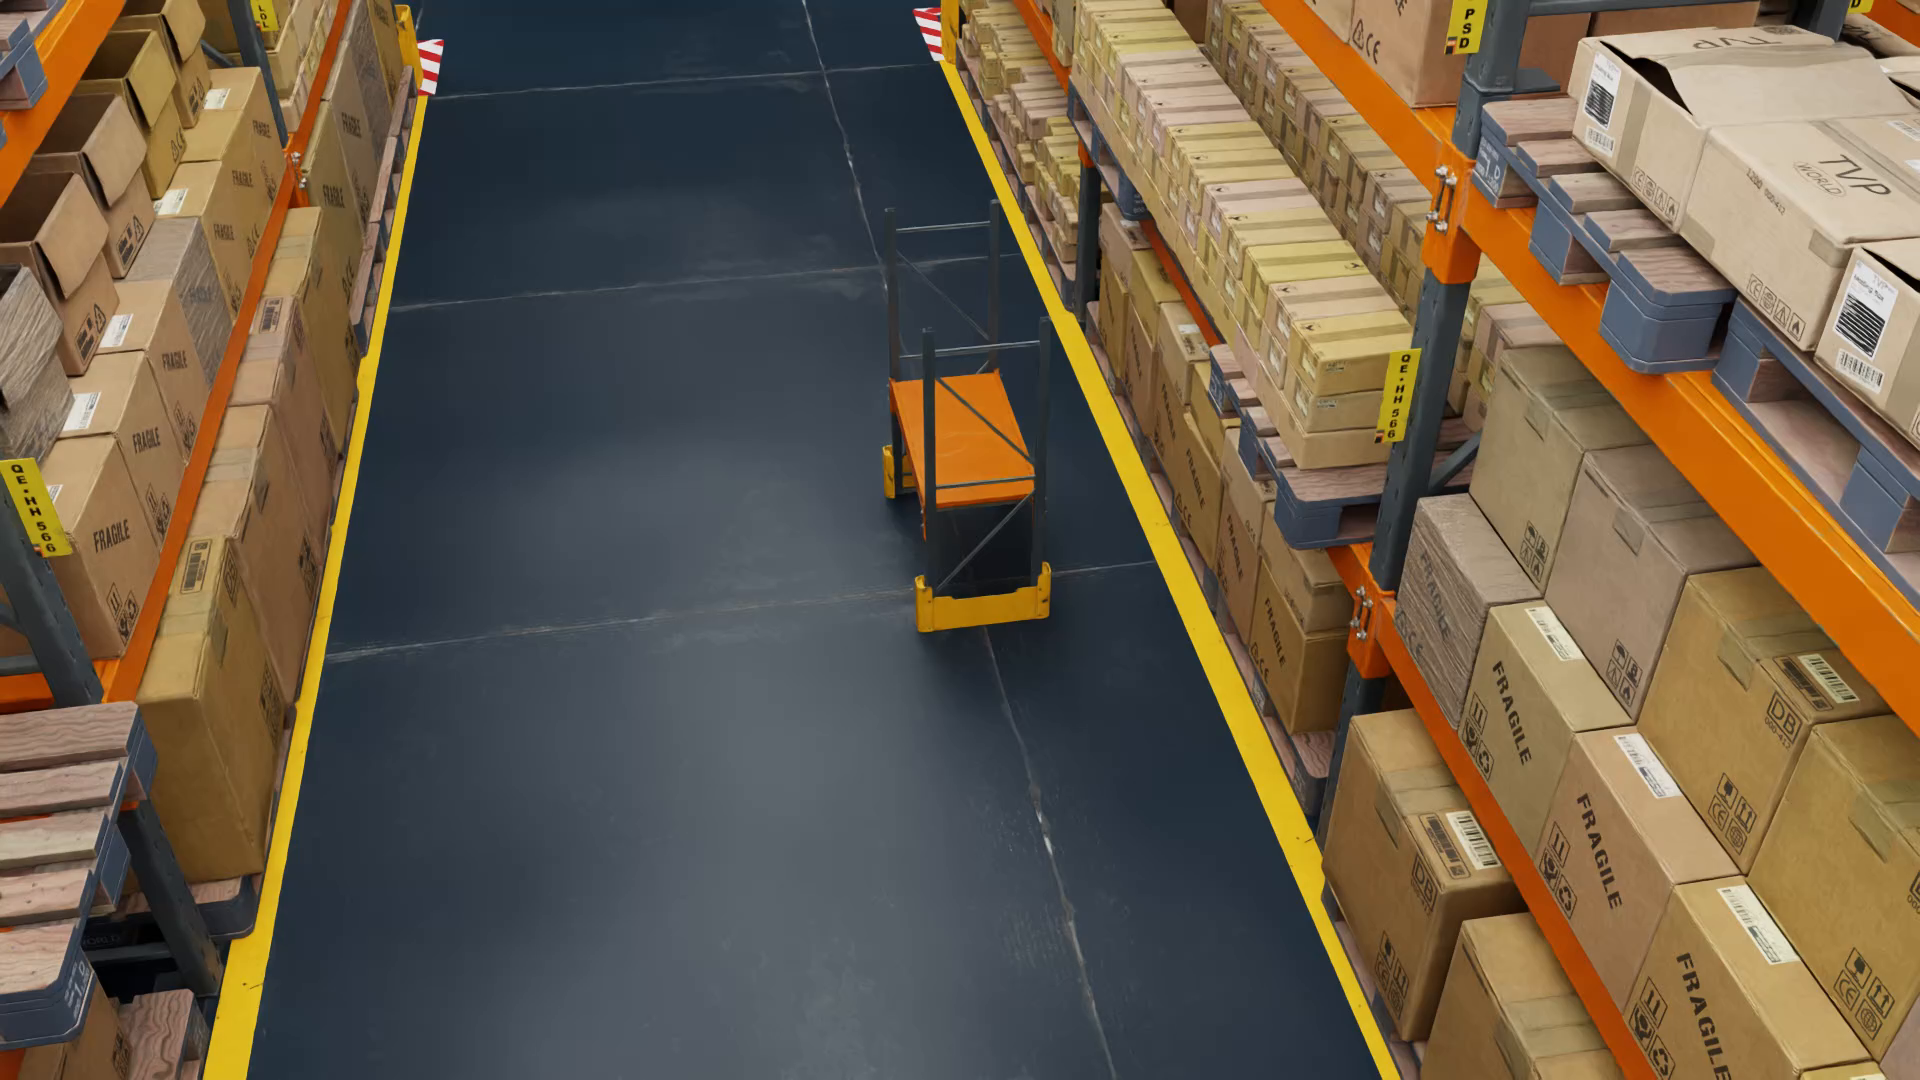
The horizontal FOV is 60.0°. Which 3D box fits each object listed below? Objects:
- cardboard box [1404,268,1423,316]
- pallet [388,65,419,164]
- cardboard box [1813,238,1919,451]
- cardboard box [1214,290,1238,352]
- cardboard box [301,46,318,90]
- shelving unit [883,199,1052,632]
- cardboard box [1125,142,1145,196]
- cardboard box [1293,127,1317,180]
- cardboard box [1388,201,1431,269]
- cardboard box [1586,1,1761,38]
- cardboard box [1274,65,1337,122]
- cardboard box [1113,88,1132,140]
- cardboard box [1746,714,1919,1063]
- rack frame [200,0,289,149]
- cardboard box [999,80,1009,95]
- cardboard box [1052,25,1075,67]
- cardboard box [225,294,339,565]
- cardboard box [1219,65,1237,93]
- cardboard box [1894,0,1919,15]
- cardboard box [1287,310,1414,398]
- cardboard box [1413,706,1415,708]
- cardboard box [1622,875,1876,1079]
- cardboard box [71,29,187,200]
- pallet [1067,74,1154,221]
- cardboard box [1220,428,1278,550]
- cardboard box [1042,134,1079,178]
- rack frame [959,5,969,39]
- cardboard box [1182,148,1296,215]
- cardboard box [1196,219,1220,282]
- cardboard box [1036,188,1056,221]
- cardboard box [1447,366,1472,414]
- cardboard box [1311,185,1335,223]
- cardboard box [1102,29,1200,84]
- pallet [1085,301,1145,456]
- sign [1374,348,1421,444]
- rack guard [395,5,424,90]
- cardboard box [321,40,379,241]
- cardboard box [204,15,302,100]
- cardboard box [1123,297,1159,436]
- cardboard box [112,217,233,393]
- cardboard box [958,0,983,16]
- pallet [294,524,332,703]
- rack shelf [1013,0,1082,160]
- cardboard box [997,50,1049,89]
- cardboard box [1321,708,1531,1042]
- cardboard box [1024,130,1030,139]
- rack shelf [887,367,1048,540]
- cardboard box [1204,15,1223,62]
[{"bbox_3d":[1.858,-0.889,6.070,0.380,0.149,0.250,-7,38,-9],"label":"cardboard box"},{"bbox_3d":[-4.241,-2.851,11.248,1.003,0.211,1.213,-6,38,-8],"label":"pallet"},{"bbox_3d":[1.933,-0.348,2.957,0.500,0.311,0.500,-7,38,-9],"label":"cardboard box"},{"bbox_3d":[1.179,-0.839,6.247,0.380,0.149,0.250,-7,38,-9],"label":"cardboard box"},{"bbox_3d":[-3.574,-2.444,8.655,0.380,0.149,0.250,-5,38,-6],"label":"cardboard box"},{"bbox_3d":[0.013,-0.546,7.231,0.587,1.500,1.083,-6,38,-8],"label":"shelving unit"},{"bbox_3d":[0.942,-1.639,7.277,0.380,0.149,0.250,-8,39,-10],"label":"cardboard box"},{"bbox_3d":[1.643,-1.652,7.052,0.380,0.149,0.250,-6,38,-8],"label":"cardboard box"},{"bbox_3d":[1.820,-1.139,6.149,0.380,0.149,0.250,-8,39,-10],"label":"cardboard box"},{"bbox_3d":[2.007,-1.665,4.921,0.500,0.500,0.500,-6,38,-8],"label":"cardboard box"},{"bbox_3d":[1.584,-1.937,7.176,0.380,0.149,0.250,-7,38,-9],"label":"cardboard box"},{"bbox_3d":[0.899,-1.911,7.384,0.380,0.149,0.250,-8,39,-10],"label":"cardboard box"},{"bbox_3d":[2.186,0.694,3.515,0.700,0.500,0.500,-7,38,-8],"label":"cardboard box"},{"bbox_3d":[-3.757,-2.011,7.893,1.000,3.000,0.127,-6,38,-8],"label":"rack frame"},{"bbox_3d":[0.471,-2.980,11.122,0.380,0.149,0.250,-6,38,-8],"label":"cardboard box"},{"bbox_3d":[0.711,-2.675,8.953,0.380,0.149,0.250,-7,38,-9],"label":"cardboard box"},{"bbox_3d":[-3.468,-0.413,7.227,1.225,0.875,0.875,-7,38,-10],"label":"cardboard box"},{"bbox_3d":[1.455,-2.174,7.966,0.380,0.149,0.250,-6,38,-8],"label":"cardboard box"},{"bbox_3d":[5.666,-3.369,9.560,0.500,0.500,0.500,-6,38,-8],"label":"cardboard box"},{"bbox_3d":[1.308,-0.615,5.475,0.380,0.149,0.250,-8,38,-10],"label":"cardboard box"},{"bbox_3d":[1.972,0.300,6.615,0.500,0.500,0.500,-8,39,-10],"label":"cardboard box"},{"bbox_3d":[1.923,1.106,3.800,0.500,0.500,0.500,-7,38,-8],"label":"cardboard box"},{"bbox_3d":[-3.528,-1.646,6.524,0.797,0.503,0.637,-6,38,-7],"label":"cardboard box"},{"bbox_3d":[1.135,-1.930,7.946,1.003,0.211,1.213,-6,38,-8],"label":"pallet"},{"bbox_3d":[1.368,-0.231,6.686,0.500,0.250,0.500,-6,38,-7],"label":"cardboard box"},{"bbox_3d":[0.691,-2.245,9.691,0.380,0.149,0.250,-7,38,-8],"label":"cardboard box"},{"bbox_3d":[0.442,-4.899,11.611,1.000,3.000,0.127,-6,38,-8],"label":"rack frame"},{"bbox_3d":[1.083,-1.397,6.480,0.380,0.149,0.250,-4,38,-6],"label":"cardboard box"},{"bbox_3d":[1.128,-1.122,6.369,0.380,0.149,0.250,-6,38,-8],"label":"cardboard box"},{"bbox_3d":[0.666,-2.042,9.915,0.380,0.149,0.250,-7,38,-9],"label":"cardboard box"},{"bbox_3d":[1.918,-0.588,5.924,0.380,0.149,0.250,-4,38,-6],"label":"cardboard box"},{"bbox_3d":[1.687,-1.384,6.948,0.380,0.149,0.250,-7,38,-9],"label":"cardboard box"},{"bbox_3d":[0.857,-2.174,7.481,0.380,0.149,0.250,-6,38,-8],"label":"cardboard box"},{"bbox_3d":[1.282,-0.912,8.752,1.003,0.211,1.213,-6,38,-8],"label":"pallet"},{"bbox_3d":[1.312,-0.429,4.978,0.100,0.325,0.005,-6,38,-8],"label":"sign"},{"bbox_3d":[-4.463,-3.454,11.788,1.175,0.500,0.348,-6,38,-8],"label":"rack guard"},{"bbox_3d":[-3.952,-2.288,9.640,0.875,0.875,0.875,-6,38,-8],"label":"cardboard box"},{"bbox_3d":[-3.582,-2.381,8.249,0.500,0.250,0.500,-7,38,-9],"label":"cardboard box"},{"bbox_3d":[1.107,-0.868,8.117,0.500,0.500,0.500,-5,38,-6],"label":"cardboard box"},{"bbox_3d":[-3.145,-0.879,6.356,0.500,0.500,0.500,-6,38,-8],"label":"cardboard box"},{"bbox_3d":[0.200,-3.821,11.720,0.380,0.149,0.250,-8,39,-10],"label":"cardboard box"},{"bbox_3d":[-3.330,0.287,7.209,1.003,0.211,1.213,-6,38,-8],"label":"pallet"},{"bbox_3d":[0.793,-3.407,10.277,1.077,0.370,4.000,-6,38,-8],"label":"rack shelf"},{"bbox_3d":[0.450,-3.028,10.699,0.380,0.149,0.250,-6,38,-7],"label":"cardboard box"},{"bbox_3d":[1.863,1.033,5.467,1.050,0.750,0.750,-7,38,-9],"label":"cardboard box"},{"bbox_3d":[0.613,-2.597,10.386,0.380,0.149,0.250,-8,39,-10],"label":"cardboard box"},{"bbox_3d":[0.015,-0.399,7.334,0.538,0.185,1.000,-6,38,-8],"label":"rack shelf"},{"bbox_3d":[1.408,-2.448,8.076,0.380,0.149,0.250,-5,38,-7],"label":"cardboard box"}]
